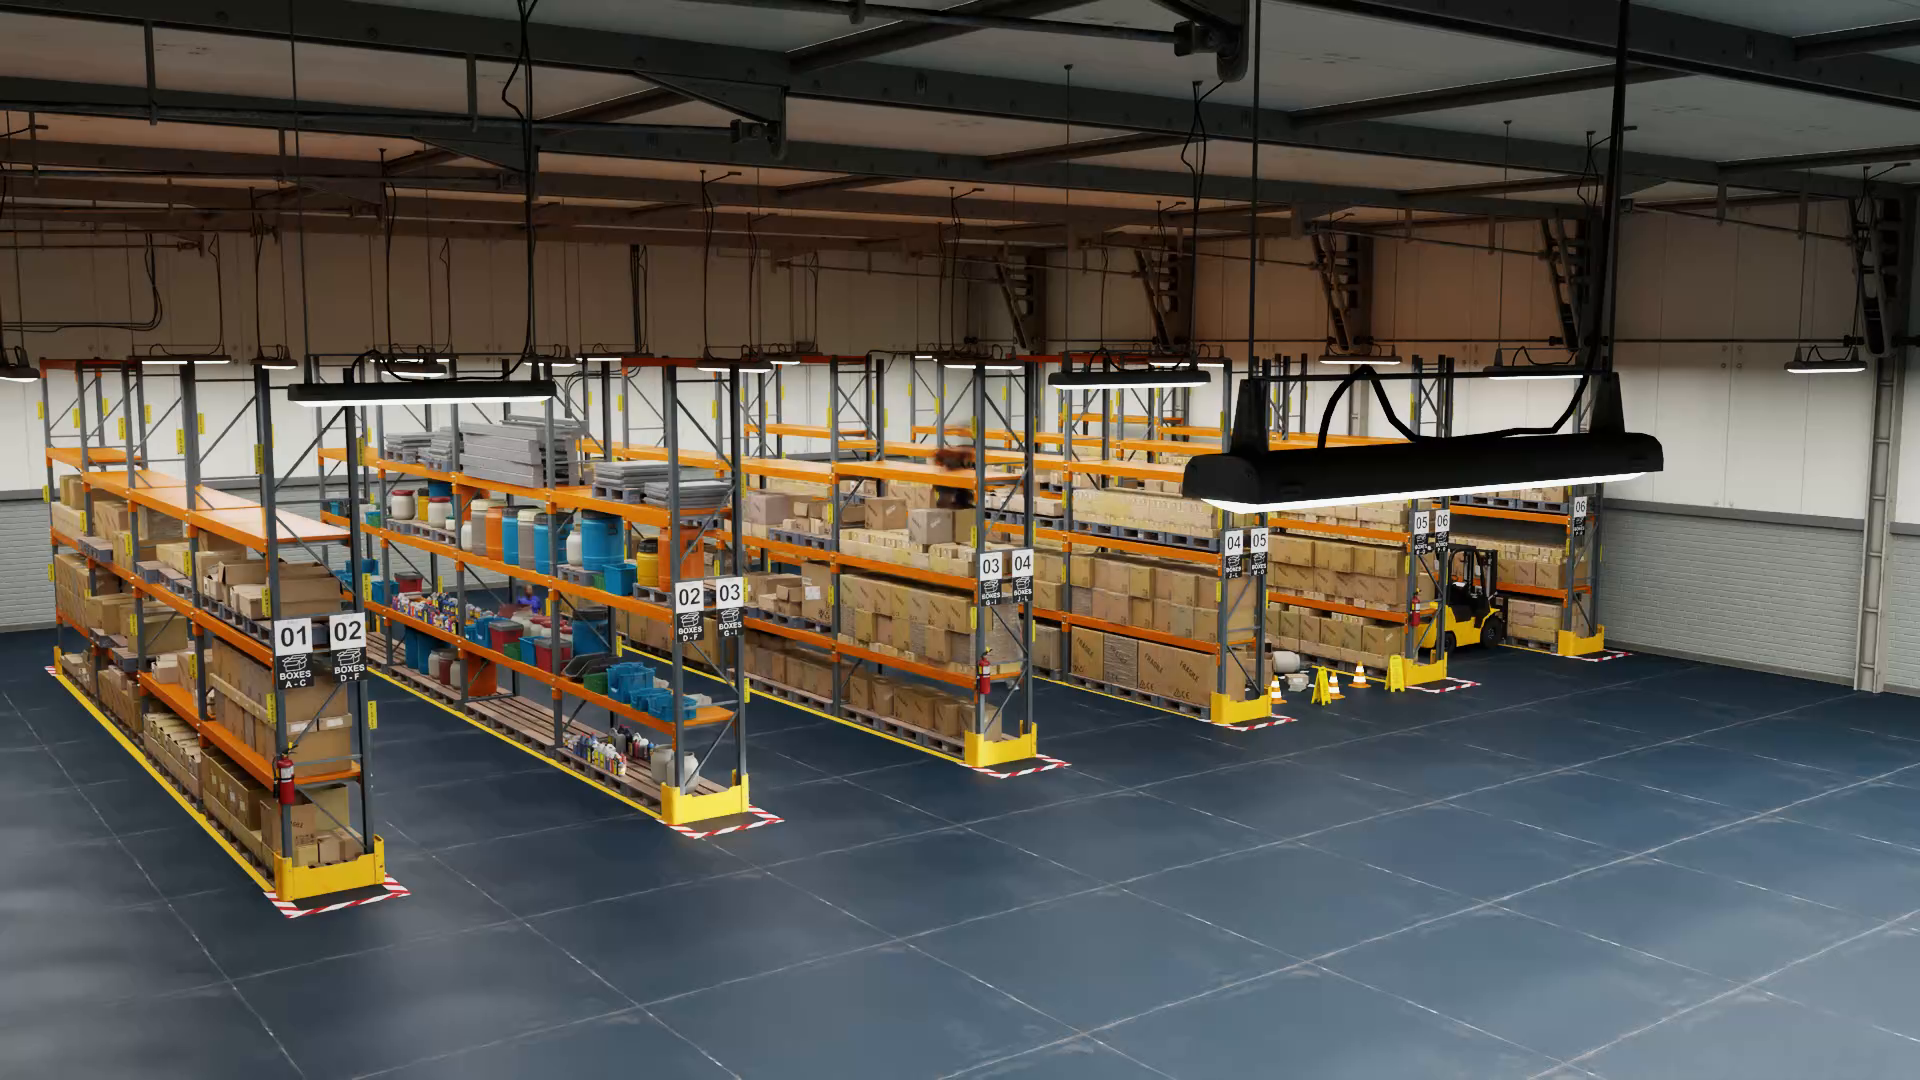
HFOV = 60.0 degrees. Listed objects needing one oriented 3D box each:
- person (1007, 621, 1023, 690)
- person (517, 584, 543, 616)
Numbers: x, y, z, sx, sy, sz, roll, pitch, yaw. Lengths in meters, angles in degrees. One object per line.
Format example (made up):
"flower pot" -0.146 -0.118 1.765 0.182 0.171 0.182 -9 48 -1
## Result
"person" 0.924 1.909 30.191 0.561 1.610 0.588 -5 9 -37
"person" -8.380 1.679 32.349 0.558 1.649 0.926 -6 9 -41
